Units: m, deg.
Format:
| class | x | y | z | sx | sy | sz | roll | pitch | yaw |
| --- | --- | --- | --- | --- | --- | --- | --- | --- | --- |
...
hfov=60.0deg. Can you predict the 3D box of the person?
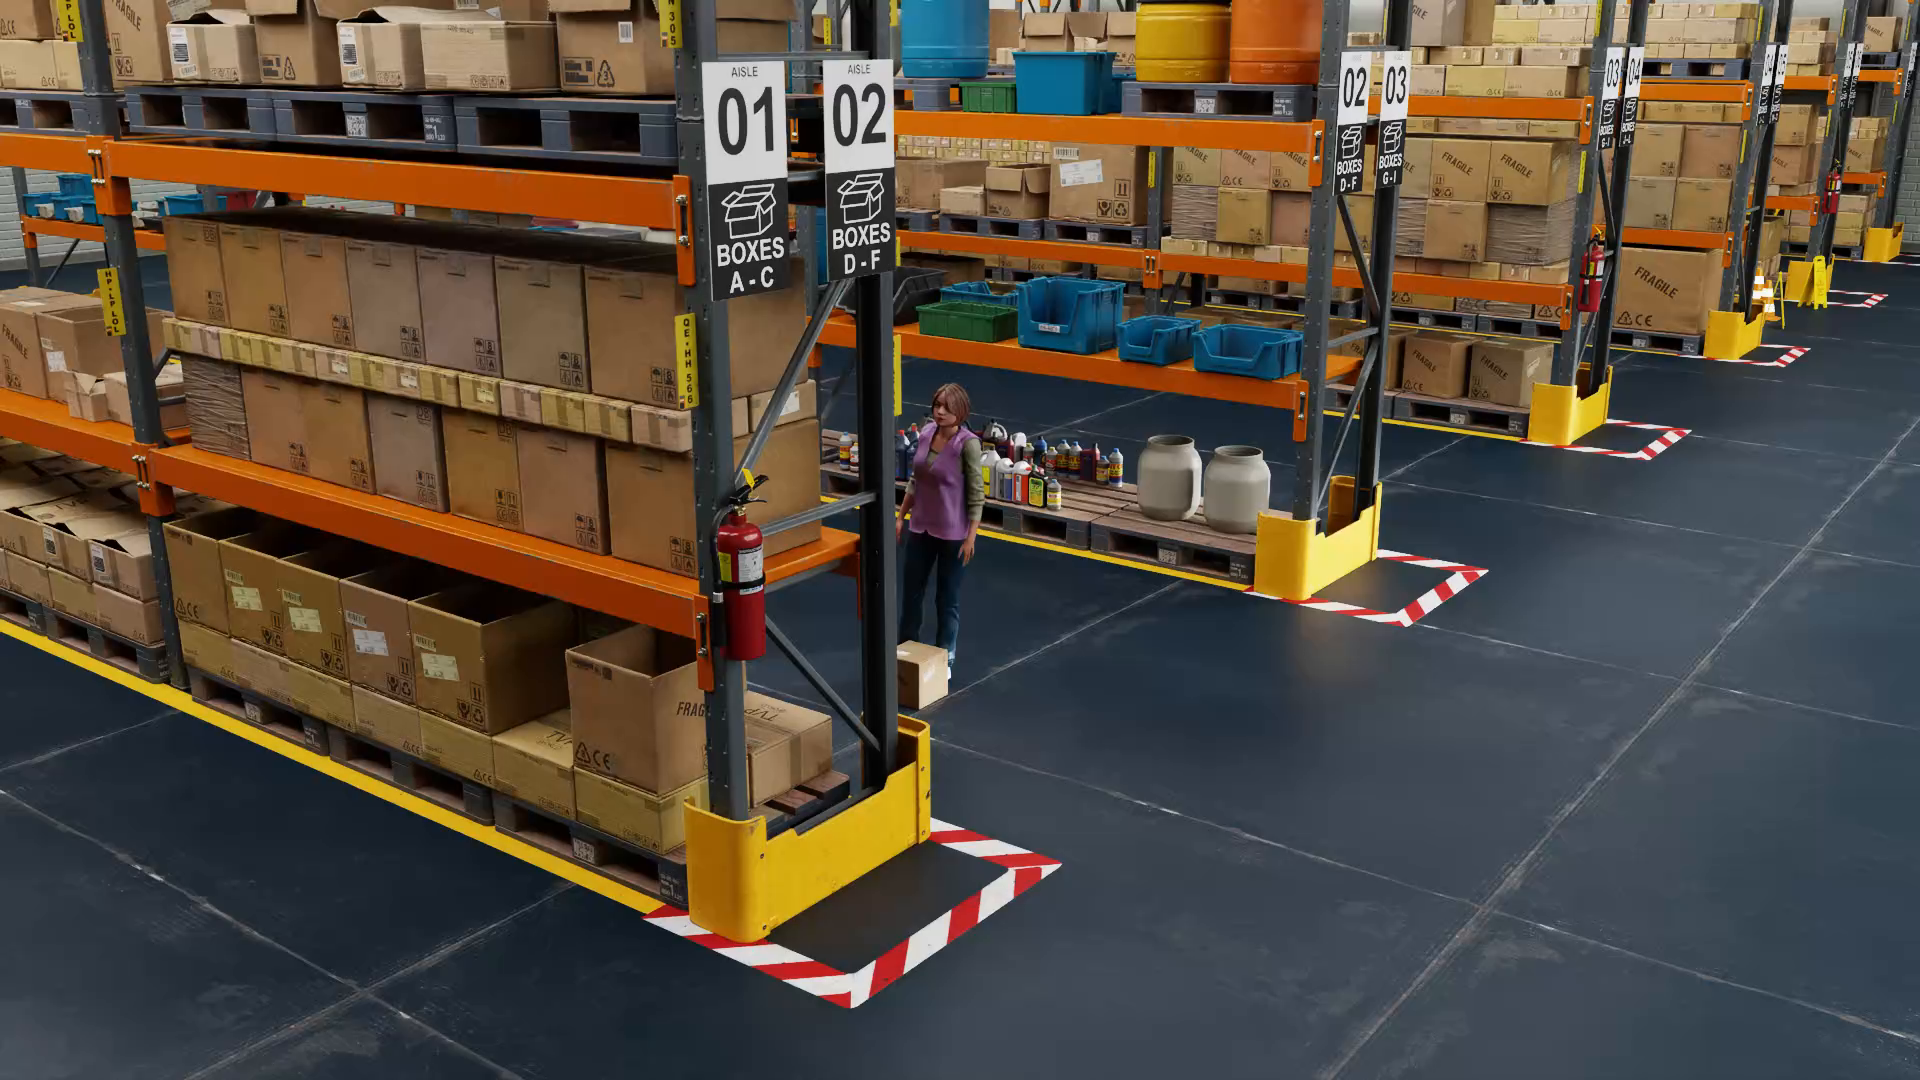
| class | x | y | z | sx | sy | sz | roll | pitch | yaw |
| --- | --- | --- | --- | --- | --- | --- | --- | --- | --- |
| person | -0.155 | -0.007 | 8.549 | 0.520 | 1.600 | 0.472 | 12 | 21 | 35 |
